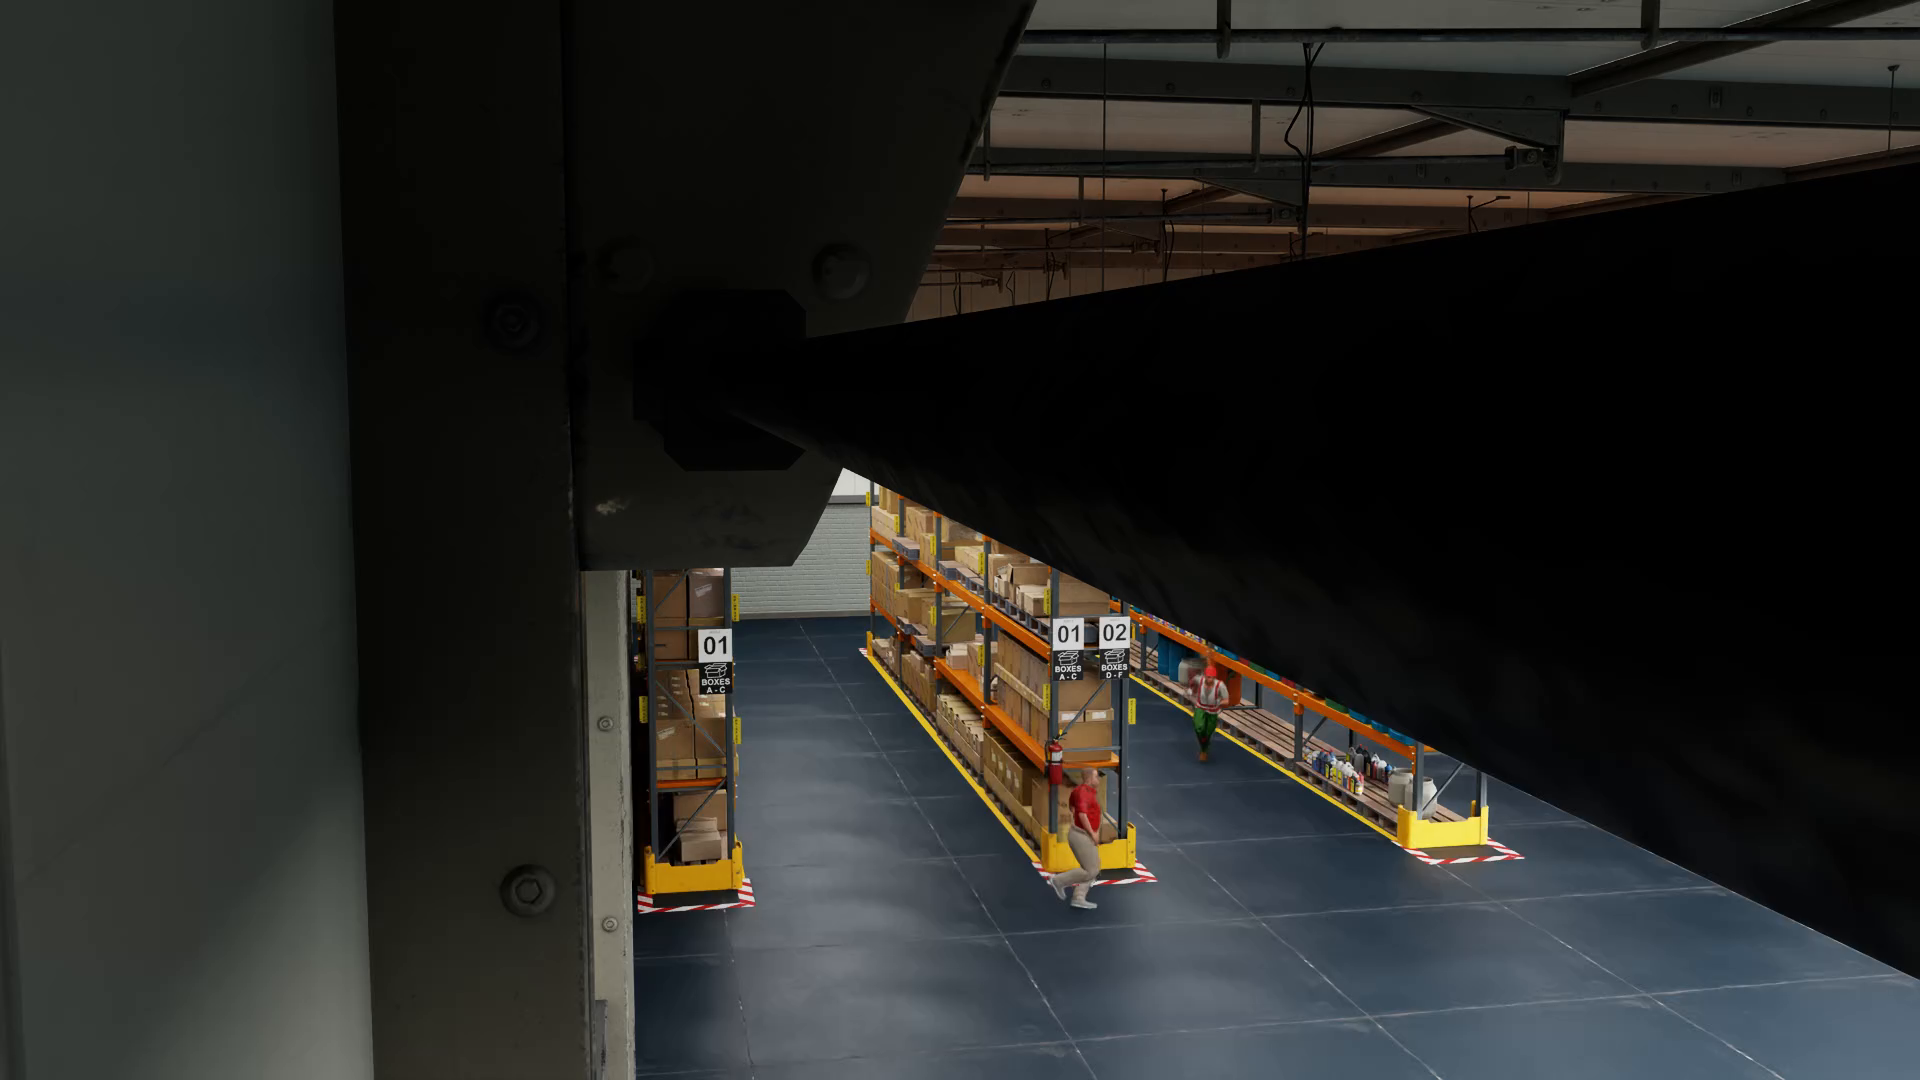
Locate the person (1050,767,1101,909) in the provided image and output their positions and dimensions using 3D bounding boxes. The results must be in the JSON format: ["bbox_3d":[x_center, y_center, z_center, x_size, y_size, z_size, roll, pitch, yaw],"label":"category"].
[{"bbox_3d":[1.373,3.478,19.437,0.534,1.667,0.651,0,6,3],"label":"person"}]

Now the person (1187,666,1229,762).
[{"bbox_3d":[3.971,2.742,26.635,0.663,1.571,1.114,1,6,8],"label":"person"}]
